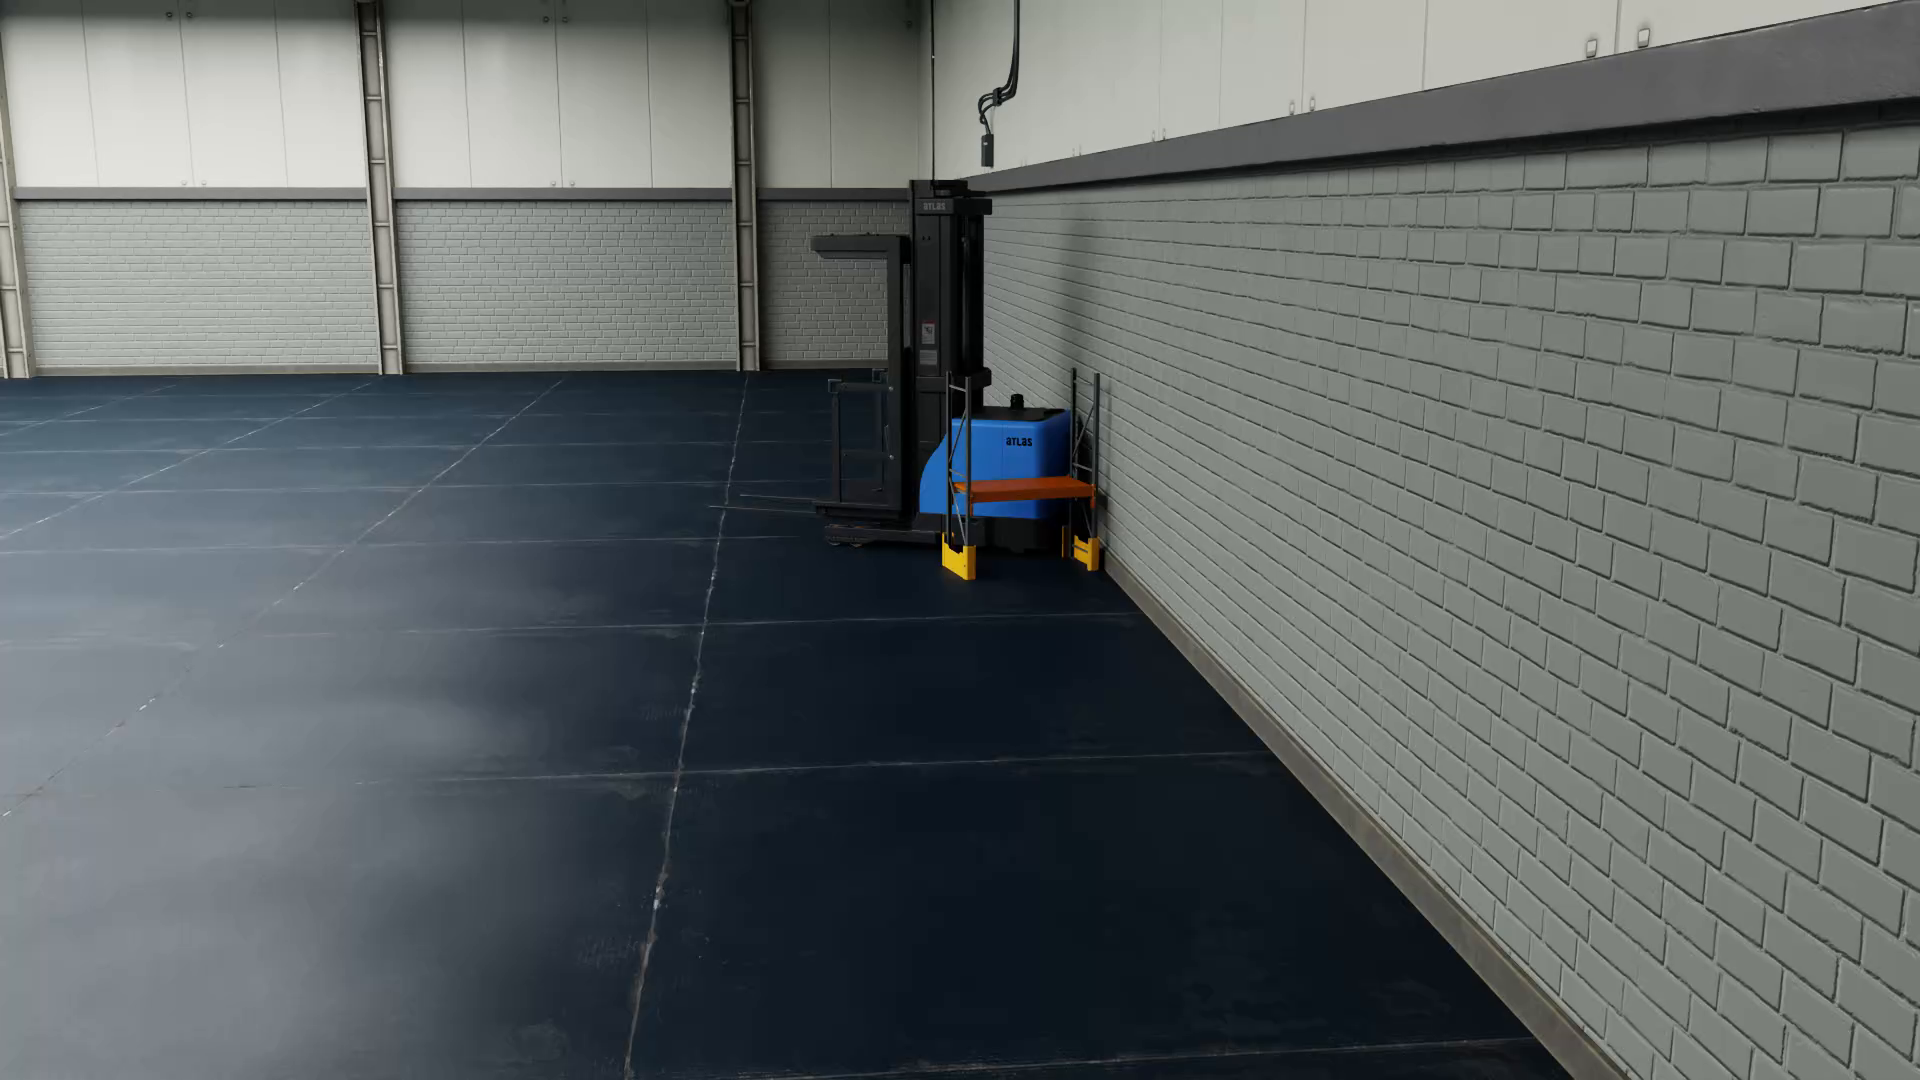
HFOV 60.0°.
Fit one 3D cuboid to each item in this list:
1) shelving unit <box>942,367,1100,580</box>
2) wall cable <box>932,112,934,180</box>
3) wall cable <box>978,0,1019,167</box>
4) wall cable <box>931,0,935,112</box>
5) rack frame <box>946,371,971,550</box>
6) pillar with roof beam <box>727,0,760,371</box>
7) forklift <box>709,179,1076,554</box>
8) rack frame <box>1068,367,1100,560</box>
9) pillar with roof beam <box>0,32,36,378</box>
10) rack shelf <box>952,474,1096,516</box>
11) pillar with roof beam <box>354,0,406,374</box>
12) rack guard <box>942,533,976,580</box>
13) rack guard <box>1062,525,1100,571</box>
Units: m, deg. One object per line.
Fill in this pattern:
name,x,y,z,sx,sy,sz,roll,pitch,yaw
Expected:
shelving unit,0.463,-0.525,12.650,1.083,1.500,0.587,-4,12,-18
wall cable,-0.605,-5.656,27.357,0.112,2.526,3.097,-1,11,-6
wall cable,0.405,-7.027,17.467,0.169,6.003,2.305,-1,11,-6
wall cable,-0.313,-7.615,24.231,0.112,2.526,3.097,-1,11,-6
rack frame,-0.010,-0.494,12.494,0.032,1.500,0.500,-4,12,-18
pillar with roof beam,-3.211,-6.546,23.836,0.548,9.000,9.100,-1,11,-6
forklift,-0.598,-1.476,13.776,3.031,2.935,1.130,4,12,18
rack frame,0.954,-0.557,12.811,0.032,1.500,0.500,-4,12,-18
pillar with roof beam,-15.141,-6.296,22.564,0.400,9.000,9.100,-1,11,-6
rack shelf,0.472,-0.349,12.687,1.000,0.185,0.538,-4,12,-18
pillar with roof beam,-9.176,-6.421,23.200,0.548,9.000,9.100,-1,11,-6
rack guard,-0.009,0.119,12.615,0.087,0.250,0.587,-4,12,-18
rack guard,0.935,0.058,12.926,0.087,0.250,0.587,-4,12,-18
